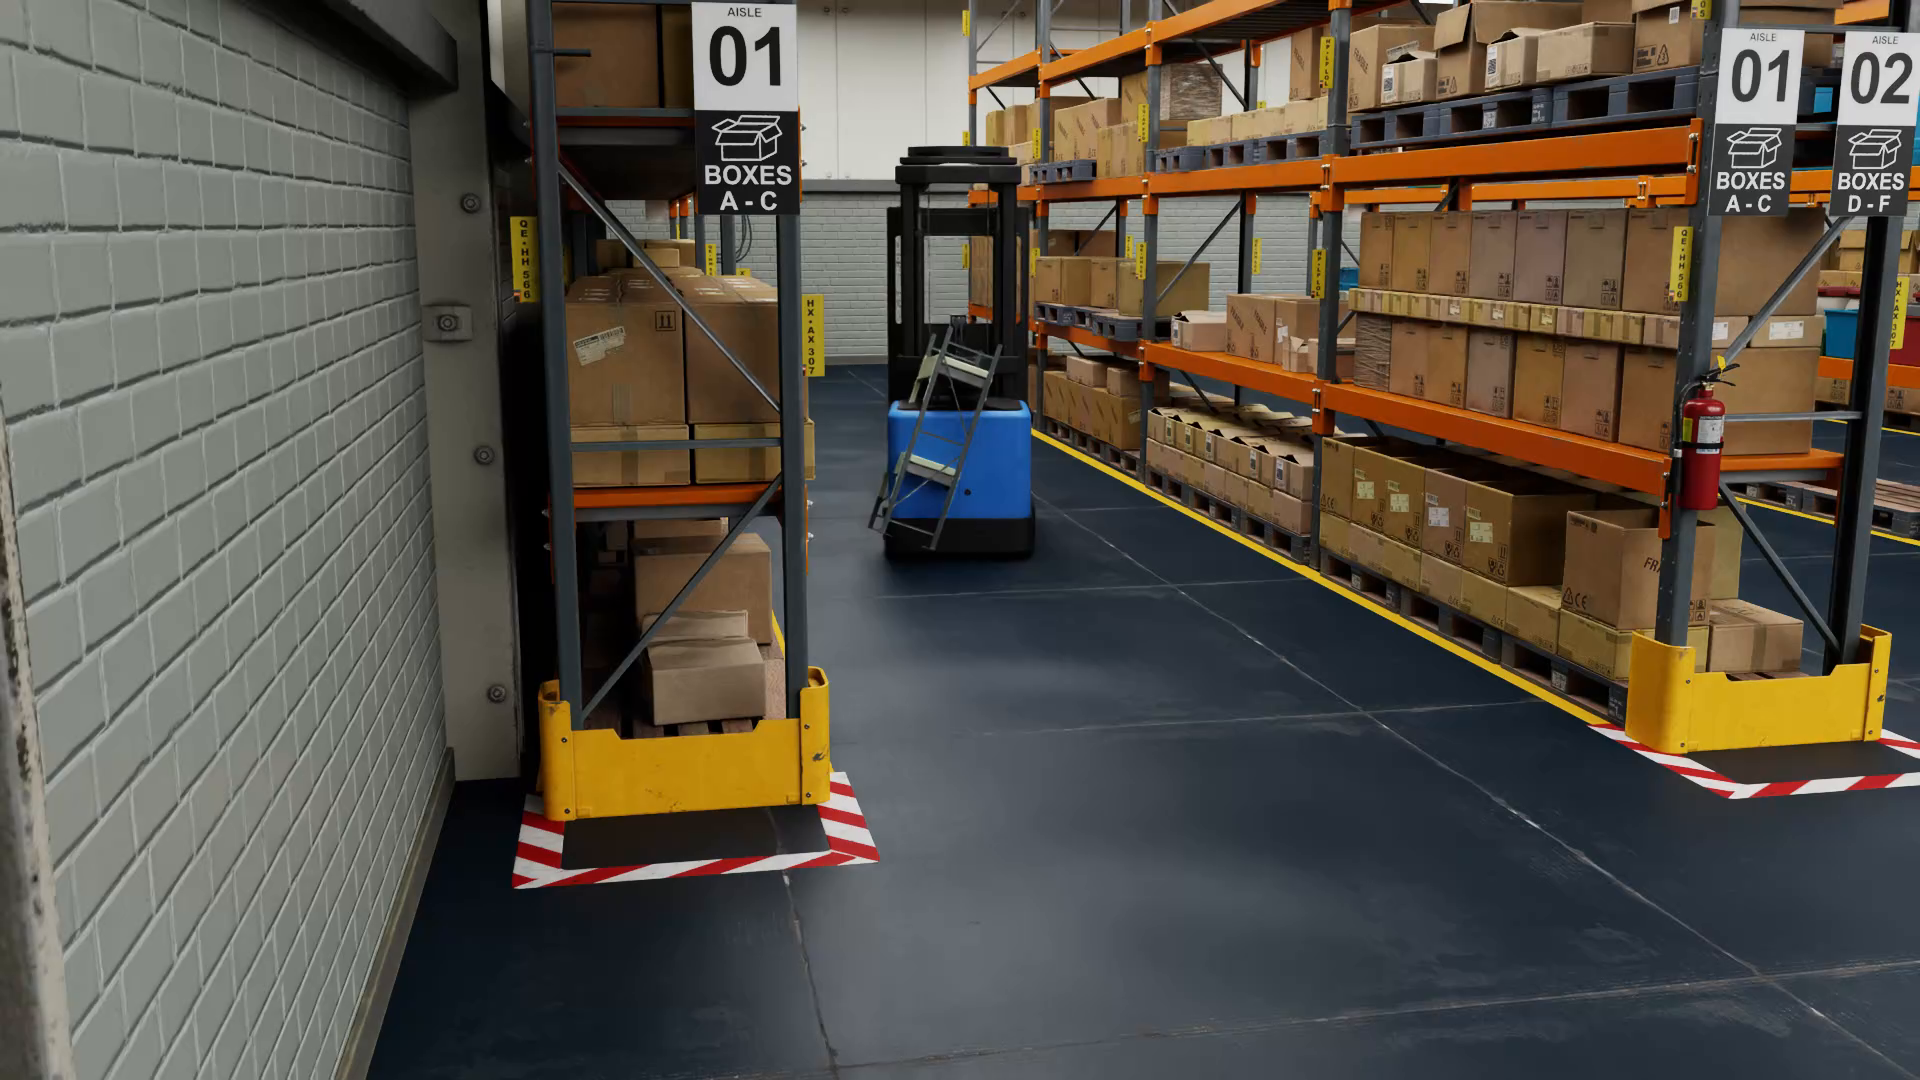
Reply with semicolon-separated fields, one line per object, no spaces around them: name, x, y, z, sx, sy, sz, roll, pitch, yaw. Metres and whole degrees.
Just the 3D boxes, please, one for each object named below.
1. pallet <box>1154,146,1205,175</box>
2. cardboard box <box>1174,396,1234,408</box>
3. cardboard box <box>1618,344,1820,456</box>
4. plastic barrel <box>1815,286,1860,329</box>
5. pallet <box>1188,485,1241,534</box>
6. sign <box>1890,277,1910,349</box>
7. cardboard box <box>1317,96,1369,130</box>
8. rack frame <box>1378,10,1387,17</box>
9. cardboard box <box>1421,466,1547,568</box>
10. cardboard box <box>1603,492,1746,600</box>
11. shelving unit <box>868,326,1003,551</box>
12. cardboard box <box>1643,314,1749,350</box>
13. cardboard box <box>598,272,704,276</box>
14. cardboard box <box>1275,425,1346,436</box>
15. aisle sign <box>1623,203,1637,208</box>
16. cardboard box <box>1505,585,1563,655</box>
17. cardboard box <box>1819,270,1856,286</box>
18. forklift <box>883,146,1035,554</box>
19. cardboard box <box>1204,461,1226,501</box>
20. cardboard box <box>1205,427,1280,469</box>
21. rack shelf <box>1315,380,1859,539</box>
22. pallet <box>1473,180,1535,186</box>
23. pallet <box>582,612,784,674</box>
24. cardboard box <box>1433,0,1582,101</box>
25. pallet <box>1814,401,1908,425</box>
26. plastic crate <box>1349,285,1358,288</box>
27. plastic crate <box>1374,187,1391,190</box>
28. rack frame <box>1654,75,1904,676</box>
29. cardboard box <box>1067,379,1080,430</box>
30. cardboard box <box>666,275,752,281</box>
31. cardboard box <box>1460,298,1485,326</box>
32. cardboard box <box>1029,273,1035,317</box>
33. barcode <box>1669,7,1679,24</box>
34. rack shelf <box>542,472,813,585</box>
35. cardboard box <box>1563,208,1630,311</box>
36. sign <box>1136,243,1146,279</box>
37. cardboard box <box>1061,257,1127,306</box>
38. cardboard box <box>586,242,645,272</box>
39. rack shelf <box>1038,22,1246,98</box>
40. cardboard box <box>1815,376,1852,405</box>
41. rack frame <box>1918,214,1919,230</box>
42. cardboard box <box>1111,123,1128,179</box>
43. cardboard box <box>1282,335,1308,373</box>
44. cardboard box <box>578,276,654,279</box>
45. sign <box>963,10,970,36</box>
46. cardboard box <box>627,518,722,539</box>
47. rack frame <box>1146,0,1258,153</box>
pallet;2.395;-3.281;14.395;1.213;0.211;1.003;-2;11;-8
cardboard box;2.367;-1.104;15.981;0.500;0.500;0.500;-2;11;-9
cardboard box;3.653;-0.689;8.029;0.700;0.500;0.500;-2;11;-11
plastic barrel;7.615;-1.931;14.458;0.433;0.535;0.433;0;11;0
pallet;2.531;-0.276;13.582;1.003;0.211;1.213;-2;11;-11
sign;4.277;-1.037;7.598;0.100;0.325;0.005;-2;11;-11
cardboard box;2.843;-3.007;11.730;0.500;0.250;0.500;-1;11;-5
rack frame;5.479;-6.615;23.385;1.000;3.000;0.127;-2;11;-11
cardboard box;3.031;-0.140;9.636;0.500;0.500;0.500;-2;11;-11
cardboard box;3.746;0.024;8.774;0.500;0.500;0.500;-2;11;-11
shelving unit;-0.190;-0.720;11.847;0.431;1.500;0.755;18;0;-10
cardboard box;3.470;-0.985;7.848;0.380;0.149;0.250;-2;11;-12
cardboard box;-2.231;-1.689;12.105;0.700;0.500;0.500;-1;11;-3
cardboard box;2.817;-0.786;13.533;0.500;0.311;0.500;-2;11;-9
aisle sign;10.029;-5.128;24.662;0.394;0.787;0.004;-2;11;-11
cardboard box;3.228;0.411;8.744;0.500;0.250;0.500;-2;11;-11
cardboard box;10.960;-3.070;20.538;0.500;0.500;0.500;-2;11;-11
forklift;-0.018;-1.568;13.097;1.130;2.935;3.031;0;11;-1
cardboard box;2.294;-0.489;13.474;0.500;0.250;0.500;-2;11;-10
cardboard box;2.297;-0.762;13.408;0.500;0.311;0.500;-2;11;-12
rack shelf;3.343;-0.568;9.580;1.077;0.370;4.000;-2;11;-11
pallet;6.505;-4.175;19.092;1.213;0.211;1.003;-2;11;-11
pallet;-1.499;0.609;8.933;1.003;0.211;1.213;-2;11;-11
cardboard box;3.150;-2.781;9.487;0.797;0.503;0.637;-1;11;-5
pallet;11.340;-1.606;20.570;1.003;0.211;1.213;-2;11;-11
plastic crate;5.460;-3.317;22.387;0.416;0.233;0.300;-2;11;-11
plastic crate;5.607;-4.666;21.482;0.437;0.282;0.530;-2;11;-11
rack frame;3.732;-0.554;7.586;1.000;3.000;0.127;-2;11;-11
cardboard box;1.457;-1.456;17.834;0.500;0.500;0.500;-2;11;-10
cardboard box;-1.509;-1.336;10.036;0.500;0.500;0.500;-2;11;-11
cardboard box;3.121;-1.315;9.582;0.380;0.149;0.250;-2;11;-11
cardboard box;1.049;-2.887;19.573;0.500;0.500;0.500;-2;11;-10
barcode;3.200;-2.351;7.450;0.001;0.075;0.075;-2;11;-11
rack shelf;-1.516;-0.387;8.630;1.077;0.370;4.000;-2;11;-11
cardboard box;3.535;-1.433;8.464;0.700;0.500;0.500;-2;11;-12
sign;1.645;-2.530;15.081;0.100;0.325;0.005;-2;11;-11
cardboard box;1.466;-2.792;17.951;0.700;0.500;0.500;0;11;-2
cardboard box;-3.025;-2.488;14.623;0.500;0.250;0.500;-2;11;-9
rack shelf;1.787;-4.786;16.766;1.077;0.370;4.000;-2;11;-11
cardboard box;11.260;-2.161;20.585;1.225;0.875;0.875;-2;11;-11
rack frame;15.222;-4.010;25.743;1.000;3.000;0.127;-2;11;-11
cardboard box;1.959;-3.716;15.910;0.910;0.500;0.500;-2;11;-11
cardboard box;2.602;-1.376;12.265;0.396;0.266;0.258;-2;11;-12
cardboard box;-2.018;-1.318;9.940;0.500;0.500;0.500;-2;11;-12
sign;0.087;-6.914;22.244;0.100;0.325;0.005;-2;11;-11
cardboard box;-1.664;0.094;9.690;0.500;0.500;0.500;-3;11;-15
rack frame;2.176;-4.969;14.734;1.000;3.000;0.127;-2;11;-11
